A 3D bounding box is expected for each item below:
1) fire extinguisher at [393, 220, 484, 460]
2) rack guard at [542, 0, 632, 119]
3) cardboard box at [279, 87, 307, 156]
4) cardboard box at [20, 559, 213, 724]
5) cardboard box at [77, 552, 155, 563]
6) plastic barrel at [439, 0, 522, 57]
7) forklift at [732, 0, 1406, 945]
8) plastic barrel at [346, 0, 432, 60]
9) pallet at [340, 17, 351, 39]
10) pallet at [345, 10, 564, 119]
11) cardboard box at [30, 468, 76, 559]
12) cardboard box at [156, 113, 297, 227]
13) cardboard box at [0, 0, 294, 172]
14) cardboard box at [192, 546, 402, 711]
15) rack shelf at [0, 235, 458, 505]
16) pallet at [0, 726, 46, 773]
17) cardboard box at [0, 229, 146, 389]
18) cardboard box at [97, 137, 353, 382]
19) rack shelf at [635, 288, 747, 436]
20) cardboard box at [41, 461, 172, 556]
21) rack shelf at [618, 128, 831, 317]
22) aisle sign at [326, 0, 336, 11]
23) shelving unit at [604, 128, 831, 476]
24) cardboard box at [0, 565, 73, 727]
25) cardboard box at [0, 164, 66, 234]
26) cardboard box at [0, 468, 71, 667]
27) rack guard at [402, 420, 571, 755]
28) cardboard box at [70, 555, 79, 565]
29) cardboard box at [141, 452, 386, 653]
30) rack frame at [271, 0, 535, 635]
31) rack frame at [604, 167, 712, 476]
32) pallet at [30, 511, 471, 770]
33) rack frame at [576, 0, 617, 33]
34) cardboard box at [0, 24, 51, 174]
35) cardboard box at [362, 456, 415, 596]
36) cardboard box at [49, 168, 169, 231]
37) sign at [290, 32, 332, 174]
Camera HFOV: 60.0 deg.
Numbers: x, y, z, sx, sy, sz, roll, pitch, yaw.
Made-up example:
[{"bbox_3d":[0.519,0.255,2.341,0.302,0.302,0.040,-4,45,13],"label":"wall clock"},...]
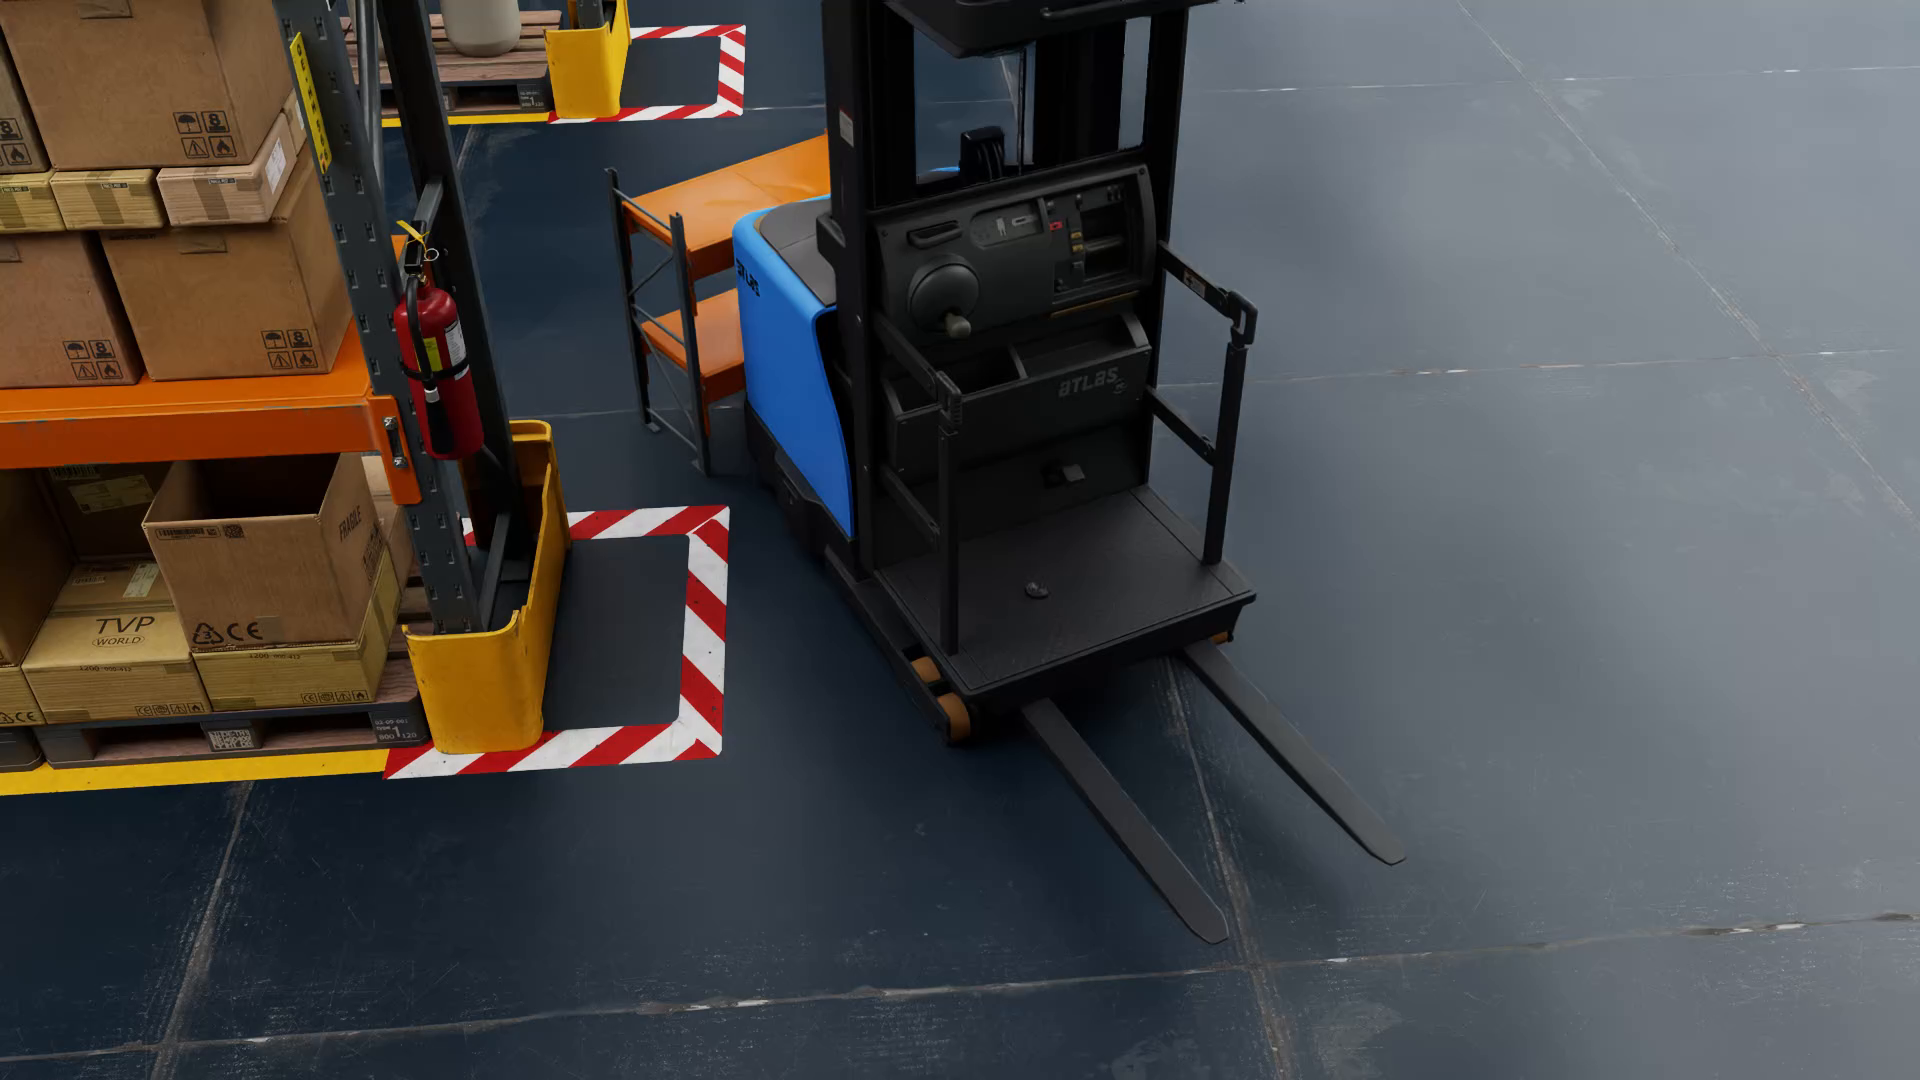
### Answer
[{"bbox_3d":[-1.453,-0.539,4.574,0.183,0.674,0.296,-3,38,-4],"label":"fire extinguisher"},{"bbox_3d":[-2.118,-2.891,9.511,0.348,0.500,1.175,-3,38,-4],"label":"rack guard"},{"bbox_3d":[-2.022,-1.254,4.814,0.250,0.149,0.380,-3,38,-4],"label":"cardboard box"},{"bbox_3d":[-2.617,0.312,5.314,0.500,0.250,0.500,-3,38,-4],"label":"cardboard box"},{"bbox_3d":[-2.663,-0.013,5.725,0.500,0.250,0.500,-3,38,-4],"label":"cardboard box"},{"bbox_3d":[-2.695,-3.011,9.313,0.421,0.512,0.421,0,38,0],"label":"plastic barrel"},{"bbox_3d":[0.284,-0.808,4.907,1.130,2.935,3.031,-18,42,-21],"label":"forklift"},{"bbox_3d":[-3.195,-2.983,9.278,0.421,0.512,0.421,0,38,0],"label":"plastic barrel"},{"bbox_3d":[-4.140,-2.671,9.465,1.213,0.211,1.003,-3,38,-4],"label":"pallet"},{"bbox_3d":[-2.928,-2.736,9.548,1.213,0.211,1.003,-3,38,-4],"label":"pallet"},{"bbox_3d":[-3.160,-0.273,5.450,0.500,0.500,0.500,-3,38,-4],"label":"cardboard box"},{"bbox_3d":[-1.975,-1.005,4.497,0.250,0.149,0.380,-4,38,-5],"label":"cardboard box"},{"bbox_3d":[-2.130,-1.377,4.446,0.500,0.500,0.700,-3,38,-4],"label":"cardboard box"},{"bbox_3d":[-2.120,0.277,5.358,0.500,0.250,0.500,-3,38,-4],"label":"cardboard box"},{"bbox_3d":[-3.604,-0.457,4.988,4.000,0.370,1.077,-3,38,-4],"label":"rack shelf"},{"bbox_3d":[-3.582,0.378,5.600,1.213,0.211,1.003,-3,38,-4],"label":"pallet"},{"bbox_3d":[-2.600,-0.839,4.811,0.500,0.500,0.700,-2,38,-3],"label":"cardboard box"},{"bbox_3d":[-2.078,-0.871,4.851,0.500,0.500,0.700,-3,38,-4],"label":"cardboard box"},{"bbox_3d":[-0.760,-0.830,6.788,1.000,0.278,0.538,-27,46,-30],"label":"rack shelf"},{"bbox_3d":[-2.663,-0.308,5.494,0.500,0.500,0.500,-3,38,-4],"label":"cardboard box"},{"bbox_3d":[-0.760,-1.251,6.455,1.000,0.278,0.538,-27,46,-30],"label":"rack shelf"},{"bbox_3d":[-1.520,-1.692,3.874,0.004,0.787,0.394,-3,38,-4],"label":"aisle sign"},{"bbox_3d":[-0.760,-1.022,6.637,1.048,1.125,0.538,-27,46,-30],"label":"shelving unit"},{"bbox_3d":[-3.114,0.340,5.278,0.500,0.250,0.500,-3,38,-4],"label":"cardboard box"},{"bbox_3d":[-2.491,-0.975,4.460,0.250,0.149,0.380,-4,38,-5],"label":"cardboard box"},{"bbox_3d":[-3.114,0.048,5.043,0.500,0.500,0.500,-3,38,-4],"label":"cardboard box"},{"bbox_3d":[-1.588,0.131,5.681,0.348,0.500,1.175,-3,38,-4],"label":"rack guard"},{"bbox_3d":[-3.161,0.014,5.691,0.500,0.250,0.500,-3,38,-4],"label":"cardboard box"},{"bbox_3d":[-2.119,-0.016,5.124,0.500,0.500,0.500,-3,38,-4],"label":"cardboard box"},{"bbox_3d":[-1.612,-0.849,4.905,0.127,3.000,1.000,-3,38,-4],"label":"rack frame"},{"bbox_3d":[-1.153,-0.822,6.384,0.032,1.125,0.500,-27,46,-30],"label":"rack frame"},{"bbox_3d":[-2.370,0.313,5.682,1.213,0.211,1.003,-3,38,-4],"label":"pallet"},{"bbox_3d":[-2.047,-3.906,8.778,0.127,3.000,1.000,-3,38,-4],"label":"rack frame"},{"bbox_3d":[-2.654,-1.345,4.405,0.500,0.500,0.700,-4,38,-5],"label":"cardboard box"},{"bbox_3d":[-2.165,-0.042,5.763,0.500,0.250,0.500,-3,38,-4],"label":"cardboard box"},{"bbox_3d":[-2.236,-0.989,4.478,0.250,0.149,0.380,-2,38,-3],"label":"cardboard box"},{"bbox_3d":[-1.577,-1.061,4.047,0.005,0.325,0.100,-3,38,-4],"label":"sign"}]
